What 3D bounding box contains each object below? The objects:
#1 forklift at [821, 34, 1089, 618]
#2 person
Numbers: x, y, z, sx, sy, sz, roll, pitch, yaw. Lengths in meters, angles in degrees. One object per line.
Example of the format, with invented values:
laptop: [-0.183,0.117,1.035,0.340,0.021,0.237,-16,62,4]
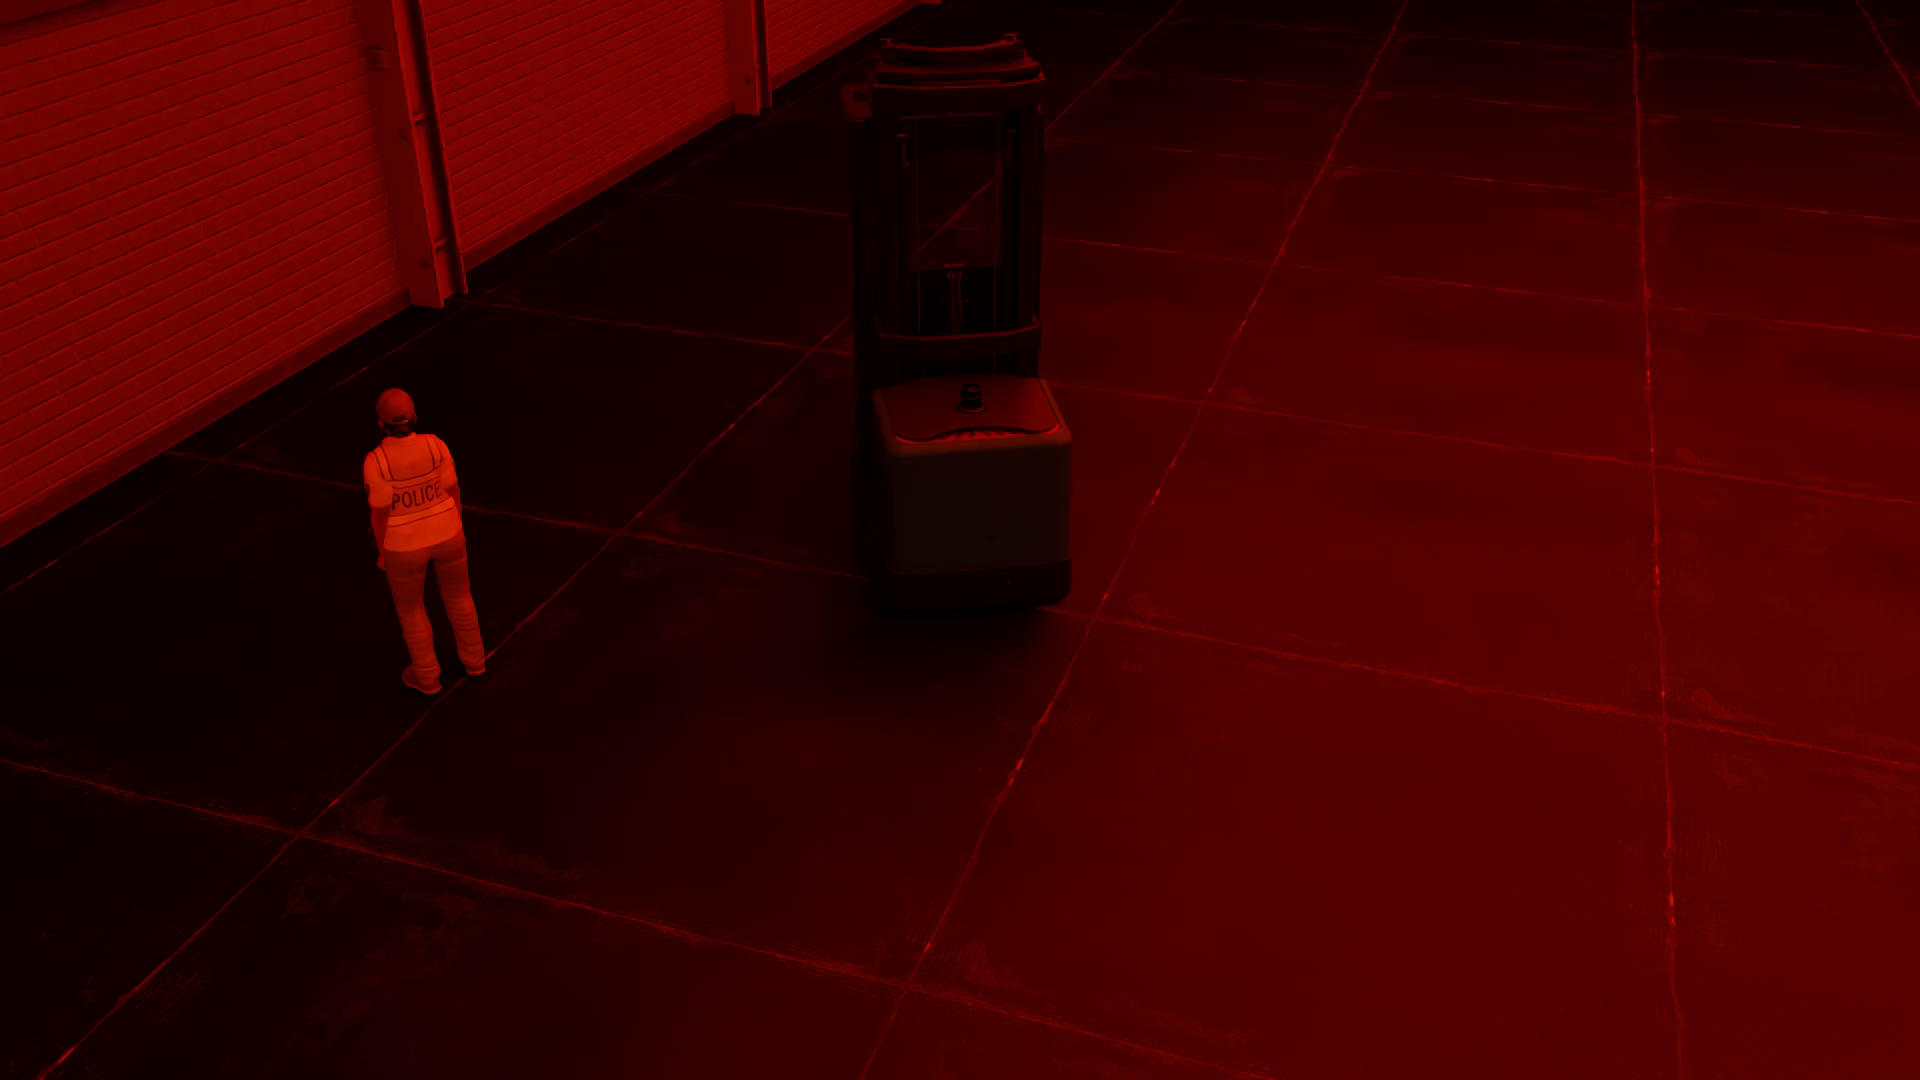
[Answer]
forklift: [-0.170,-1.557,9.868,1.130,2.935,3.031,-8,31,-13]
person: [-2.729,0.003,8.416,0.481,1.669,0.391,-21,36,-32]
